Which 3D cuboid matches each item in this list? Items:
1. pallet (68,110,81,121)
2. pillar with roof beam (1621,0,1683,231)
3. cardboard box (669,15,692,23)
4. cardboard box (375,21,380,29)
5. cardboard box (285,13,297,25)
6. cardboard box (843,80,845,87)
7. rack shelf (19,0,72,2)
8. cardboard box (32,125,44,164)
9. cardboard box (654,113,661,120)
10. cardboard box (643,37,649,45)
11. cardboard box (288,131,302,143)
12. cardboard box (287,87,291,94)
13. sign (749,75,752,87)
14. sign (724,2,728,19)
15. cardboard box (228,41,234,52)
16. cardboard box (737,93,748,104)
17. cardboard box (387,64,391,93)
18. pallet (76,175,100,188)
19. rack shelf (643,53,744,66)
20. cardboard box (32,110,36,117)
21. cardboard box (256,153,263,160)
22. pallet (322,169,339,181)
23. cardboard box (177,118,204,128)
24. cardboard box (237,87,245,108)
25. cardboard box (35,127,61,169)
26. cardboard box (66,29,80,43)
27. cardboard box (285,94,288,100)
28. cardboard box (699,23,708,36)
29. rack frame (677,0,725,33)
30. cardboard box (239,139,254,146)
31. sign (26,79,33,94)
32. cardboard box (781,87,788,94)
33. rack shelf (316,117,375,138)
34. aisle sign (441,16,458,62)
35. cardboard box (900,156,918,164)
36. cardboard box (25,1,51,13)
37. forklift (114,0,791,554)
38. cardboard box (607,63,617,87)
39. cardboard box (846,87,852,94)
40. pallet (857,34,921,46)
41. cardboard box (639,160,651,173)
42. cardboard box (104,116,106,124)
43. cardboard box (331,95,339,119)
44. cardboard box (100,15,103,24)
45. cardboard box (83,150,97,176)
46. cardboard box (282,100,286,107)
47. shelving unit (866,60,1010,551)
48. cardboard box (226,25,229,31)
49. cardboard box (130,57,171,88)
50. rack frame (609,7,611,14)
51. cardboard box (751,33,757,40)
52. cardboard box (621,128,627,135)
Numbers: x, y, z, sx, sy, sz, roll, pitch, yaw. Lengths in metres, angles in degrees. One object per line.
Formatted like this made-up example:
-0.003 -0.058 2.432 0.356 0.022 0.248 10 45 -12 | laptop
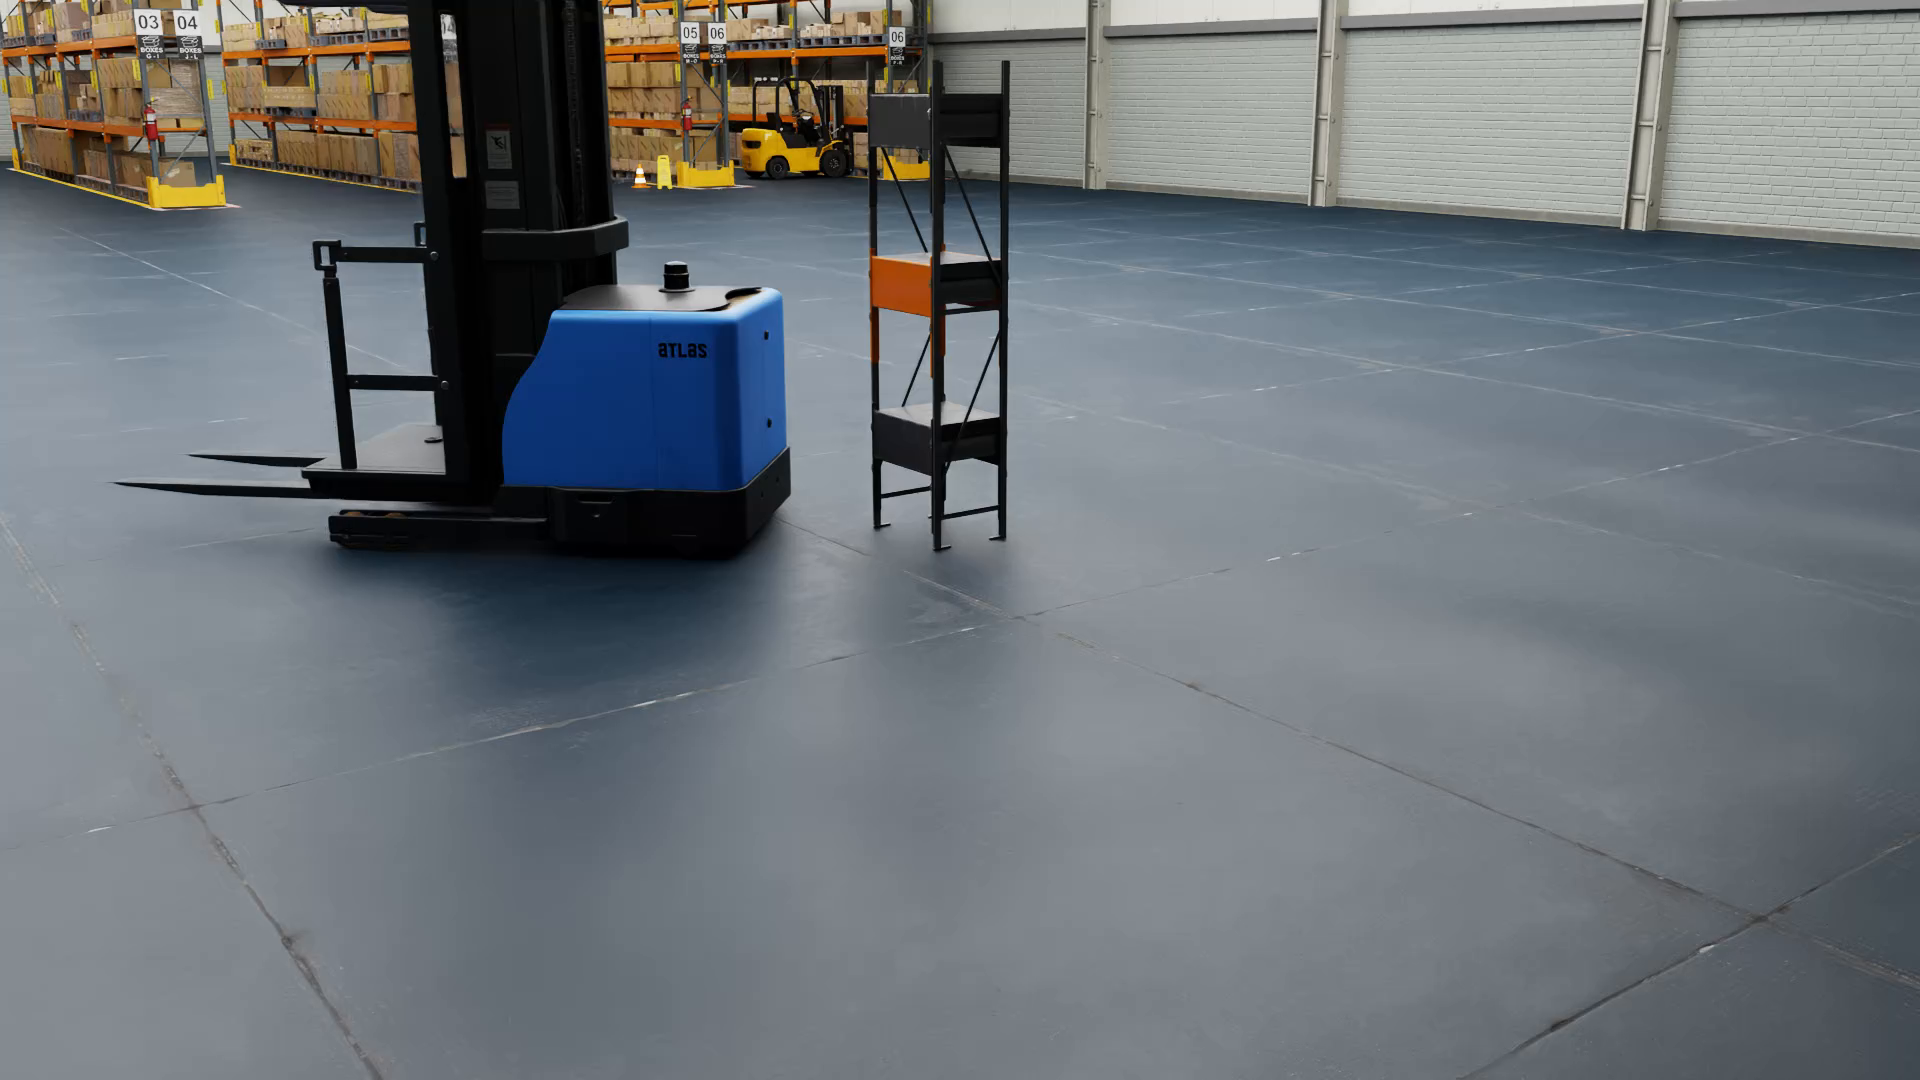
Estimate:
-17.378 -8.636 33.810 1.213 0.211 1.003 -11 19 -35 | pallet
6.270 -8.136 20.254 9.100 9.000 0.400 -11 19 -35 | pillar with roof beam
-5.601 -10.431 33.287 0.380 0.149 0.250 -11 19 -34 | cardboard box
-11.221 -10.096 32.589 0.380 0.149 0.250 -11 19 -35 | cardboard box
-15.033 -11.794 37.664 0.396 0.266 0.258 -11 19 -35 | cardboard box
-2.438 -10.340 37.692 0.380 0.149 0.250 -11 19 -34 | cardboard box
-19.059 -11.645 35.196 1.077 0.370 4.000 -11 19 -35 | rack shelf
-21.088 -9.241 38.888 0.875 0.875 0.875 -11 19 -35 | cardboard box
-6.104 -8.765 34.393 0.380 0.149 0.250 -10 18 -34 | cardboard box
-6.330 -10.330 34.431 0.380 0.149 0.250 -11 19 -36 | cardboard box
-15.331 -9.403 38.770 0.500 0.250 0.500 -10 18 -32 | cardboard box
-15.068 -10.233 37.835 0.380 0.149 0.250 -11 19 -35 | cardboard box
-5.407 -11.819 42.883 0.100 0.325 0.005 -11 19 -35 | sign
-4.725 -10.647 33.455 0.100 0.325 0.005 -11 19 -35 | sign
-18.152 -12.446 41.971 0.500 0.250 0.500 -10 18 -33 | cardboard box
-5.204 -10.988 41.377 0.500 0.250 0.500 -11 19 -36 | cardboard box
-10.853 -9.168 33.061 0.875 0.550 0.550 -11 19 -35 | cardboard box
-17.425 -7.352 34.038 1.003 0.211 1.213 -11 19 -35 | pallet
-7.030 -12.700 43.978 1.077 0.370 4.000 -11 19 -35 | rack shelf
-20.679 -9.611 37.486 0.380 0.149 0.250 -11 19 -34 | cardboard box
-17.278 -9.546 41.376 0.380 0.149 0.250 -11 19 -35 | cardboard box
-13.409 -8.087 36.725 1.003 0.211 1.213 -11 19 -35 | pallet
-13.154 -7.132 28.429 0.380 0.149 0.250 -11 19 -35 | cardboard box
-17.862 -11.157 41.904 0.500 0.500 0.500 -11 19 -34 | cardboard box
-19.843 -8.762 37.138 1.225 0.875 0.875 -11 19 -34 | cardboard box
-17.201 -9.881 32.597 0.500 0.250 0.500 -10 18 -33 | cardboard box
-15.231 -10.147 38.085 0.380 0.149 0.250 -10 18 -33 | cardboard box
-5.243 -10.361 33.787 0.500 0.250 0.500 -11 19 -36 | cardboard box
-5.163 -11.588 32.867 1.000 3.000 0.127 -11 19 -35 | rack frame
-18.178 -10.157 42.481 0.380 0.149 0.250 -11 19 -35 | cardboard box
-20.683 -10.087 36.960 0.100 0.325 0.005 -11 19 -35 | sign
-4.049 -10.771 39.830 0.380 0.149 0.250 -11 19 -35 | cardboard box
-12.636 -8.838 35.549 1.077 0.370 4.000 -11 19 -35 | rack shelf
-9.309 -9.096 30.204 0.394 0.787 0.004 -11 19 -35 | aisle sign
-1.281 -8.477 37.278 0.500 0.250 0.500 -11 19 -34 | cardboard box
-20.783 -12.027 37.562 0.500 0.250 0.500 -12 20 -38 | cardboard box
-2.381 -1.504 7.517 3.031 2.935 1.130 2 15 7 | forklift
-7.149 -9.982 35.718 0.700 0.500 0.500 -11 19 -34 | cardboard box
-2.355 -10.127 37.476 0.380 0.149 0.250 -11 19 -34 | cardboard box
-1.545 -11.024 36.659 1.003 0.211 1.213 -11 19 -35 | pallet
-6.467 -7.924 35.258 0.500 0.250 0.500 -12 19 -37 | cardboard box
-15.648 -7.796 30.854 0.380 0.149 0.250 -11 19 -35 | cardboard box
-13.169 -9.307 35.709 0.500 0.500 0.500 -11 19 -35 | cardboard box
-15.235 -9.352 29.909 0.380 0.149 0.250 -11 19 -34 | cardboard box
-17.473 -7.731 34.041 0.700 0.500 0.500 -12 19 -37 | cardboard box
-15.386 -10.060 38.330 0.380 0.149 0.250 -12 19 -37 | cardboard box
-0.097 -1.048 7.428 0.431 2.100 0.503 -11 19 -35 | shelving unit
-18.273 -12.897 41.917 0.380 0.149 0.250 -11 19 -35 | cardboard box
-13.703 -7.909 28.143 0.500 0.500 0.500 -11 19 -35 | cardboard box
-10.558 -15.775 48.168 1.000 3.000 0.127 -11 19 -35 | rack frame
-4.848 -12.248 40.453 0.380 0.149 0.250 -11 19 -35 | cardboard box
-7.058 -8.786 35.758 0.380 0.149 0.250 -10 18 -32 | cardboard box
